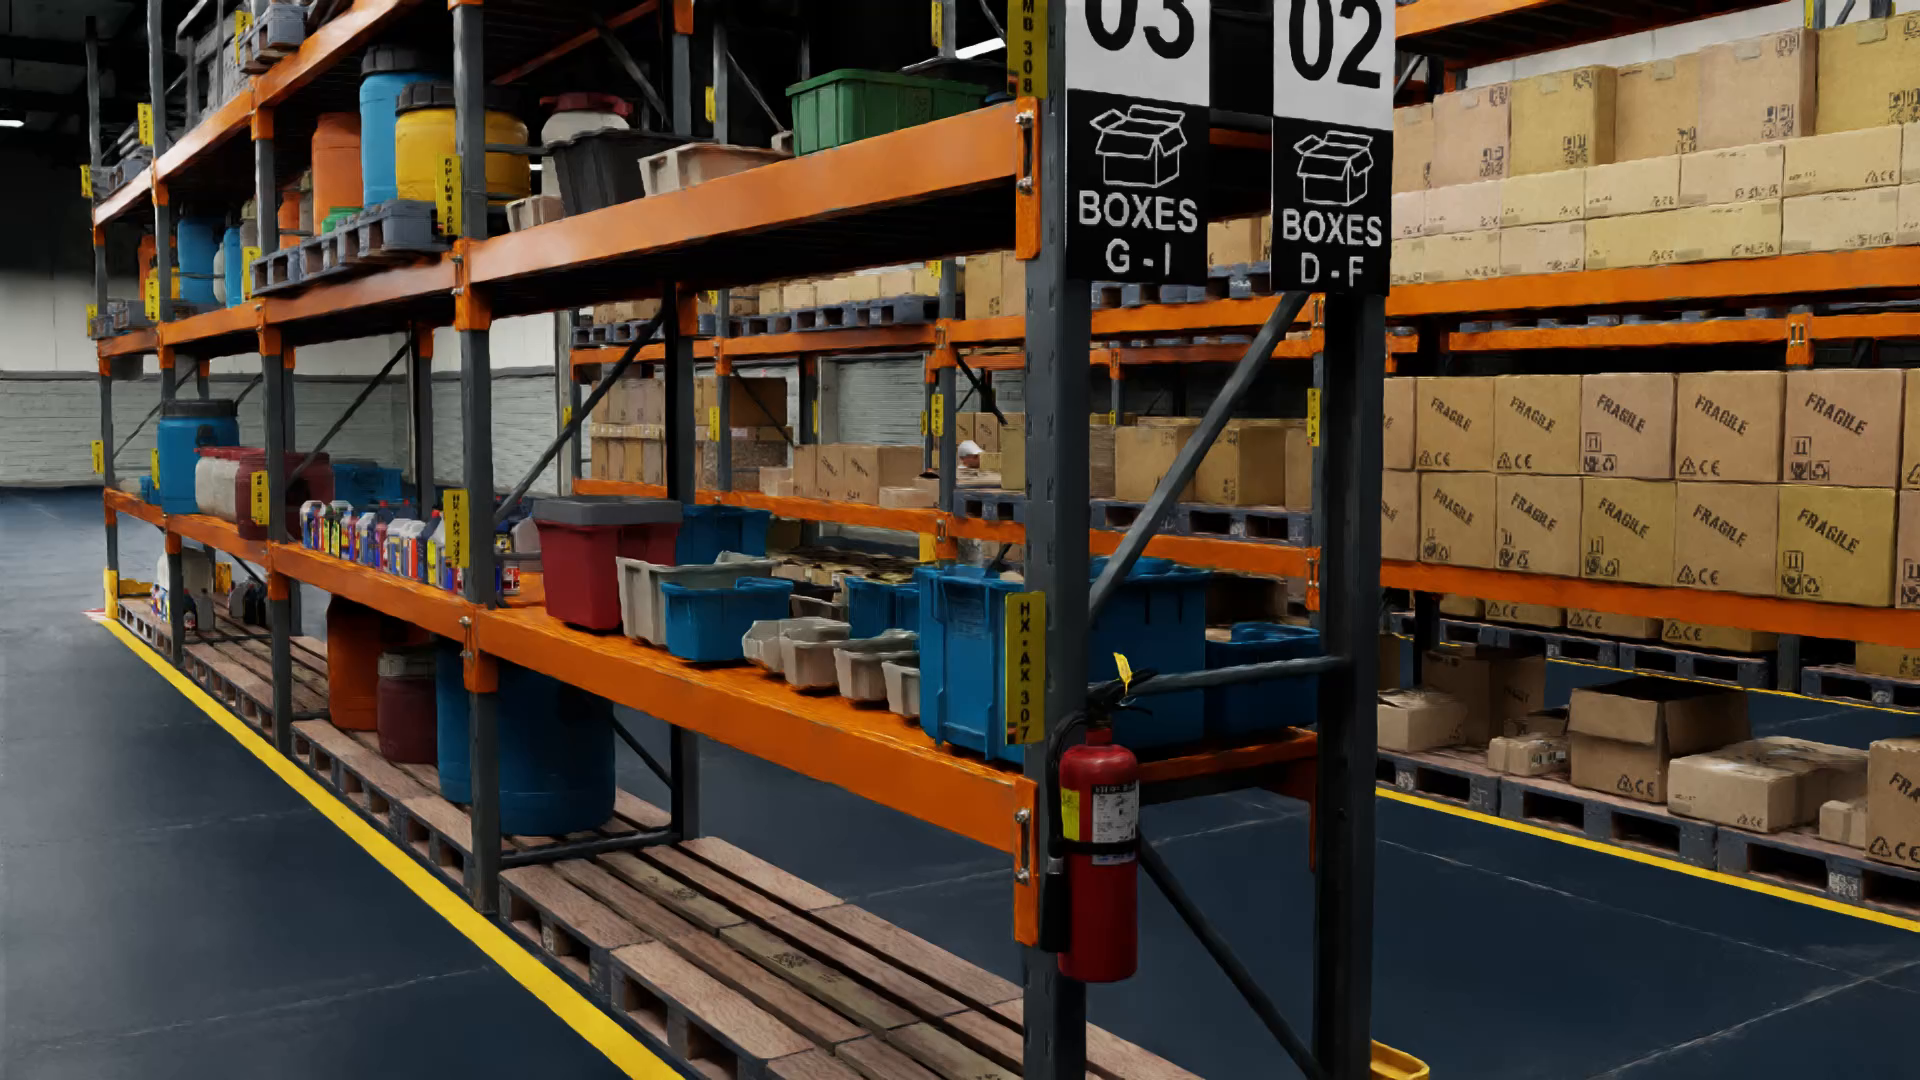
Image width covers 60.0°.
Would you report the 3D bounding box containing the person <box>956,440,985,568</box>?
[{"bbox_3d":[0.137,-0.095,16.466,0.569,1.786,0.663,-1,5,-10],"label":"person"}]
